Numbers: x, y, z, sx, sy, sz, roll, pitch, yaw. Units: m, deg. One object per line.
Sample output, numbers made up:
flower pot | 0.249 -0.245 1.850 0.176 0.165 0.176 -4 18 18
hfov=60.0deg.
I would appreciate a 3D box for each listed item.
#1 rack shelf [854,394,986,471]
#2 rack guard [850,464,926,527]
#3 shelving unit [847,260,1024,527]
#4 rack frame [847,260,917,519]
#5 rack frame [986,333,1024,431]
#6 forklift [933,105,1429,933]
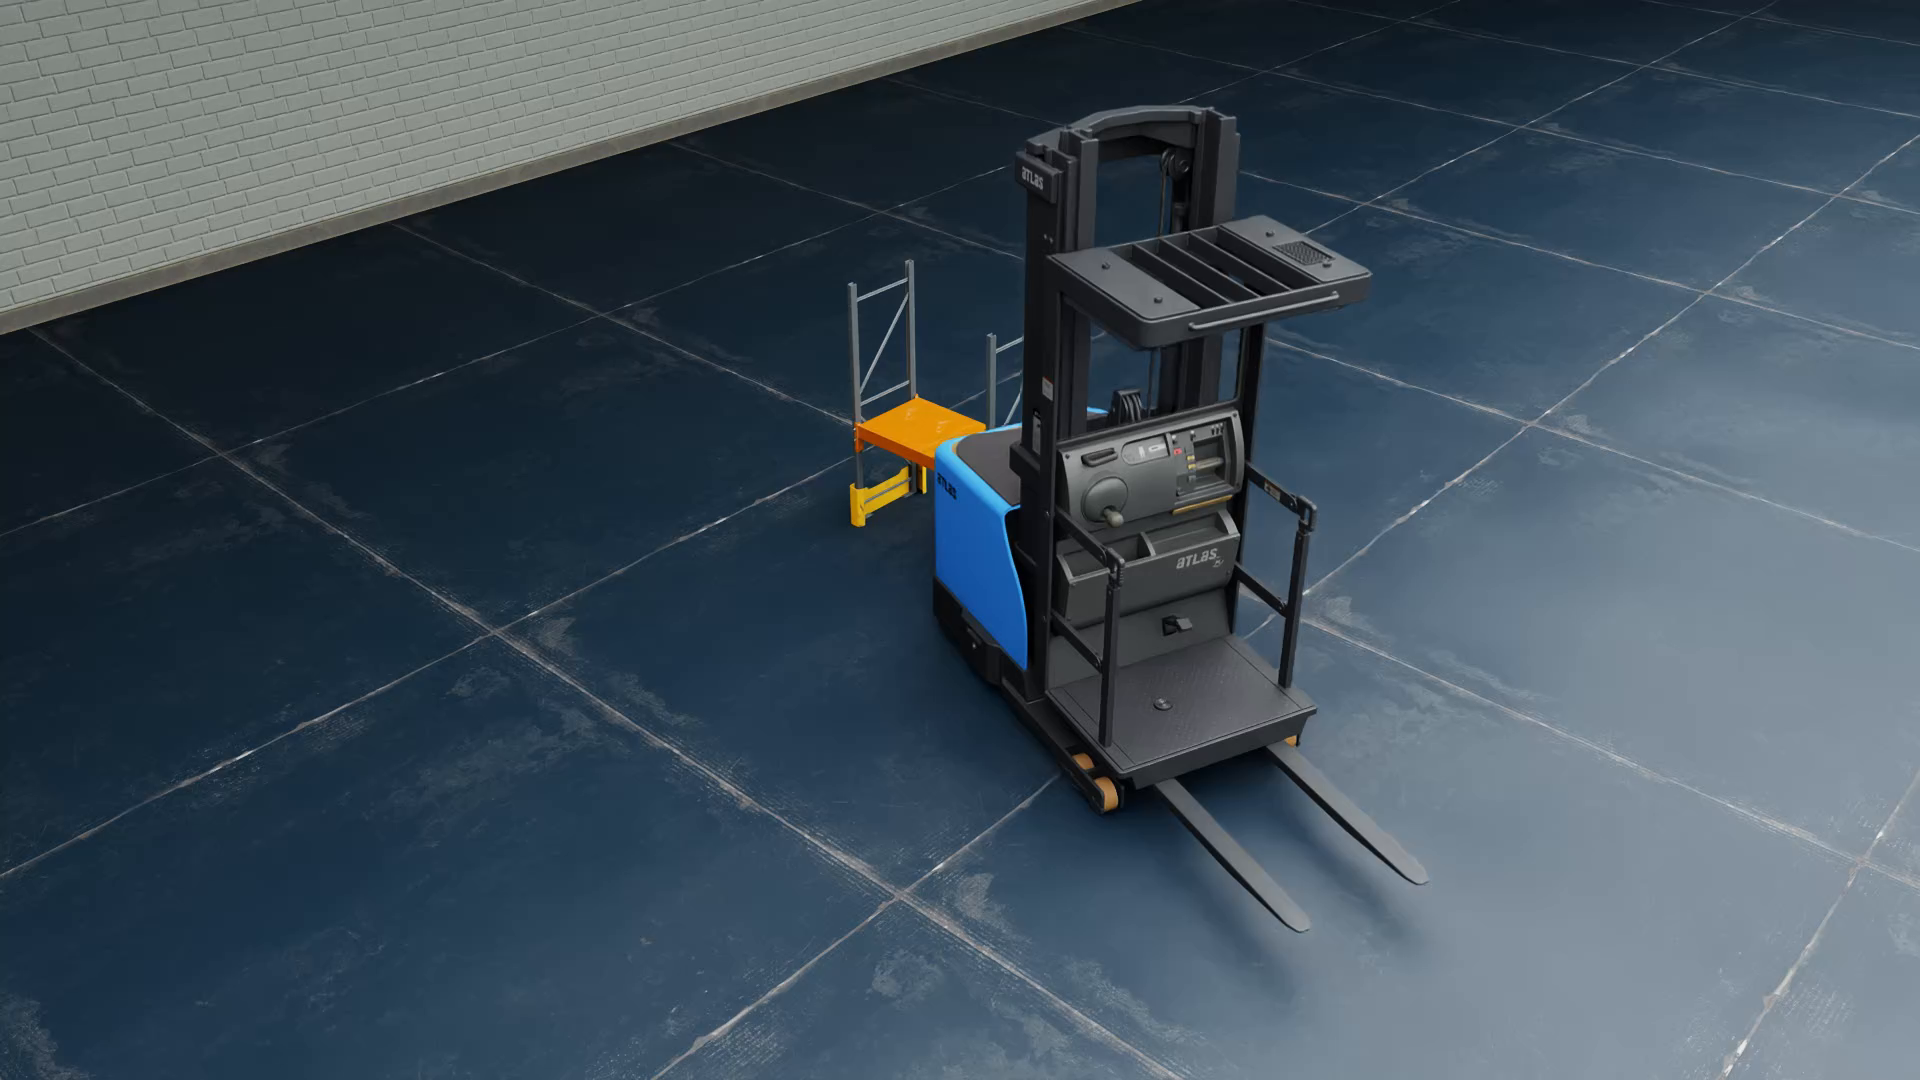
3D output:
rack shelf | -0.063 -0.518 9.449 1.000 0.185 0.538 25 39 35
rack guard | -0.426 -0.306 9.960 0.087 0.250 0.587 25 39 35
shelving unit | -0.057 -0.669 9.352 1.083 1.500 0.587 25 39 35
rack frame | -0.440 -0.848 9.649 0.032 1.500 0.500 25 39 35
rack frame | 0.314 -0.496 9.064 0.032 1.500 0.500 25 39 35
forklift | 0.971 -0.268 7.298 1.130 2.935 3.031 -15 34 -23
